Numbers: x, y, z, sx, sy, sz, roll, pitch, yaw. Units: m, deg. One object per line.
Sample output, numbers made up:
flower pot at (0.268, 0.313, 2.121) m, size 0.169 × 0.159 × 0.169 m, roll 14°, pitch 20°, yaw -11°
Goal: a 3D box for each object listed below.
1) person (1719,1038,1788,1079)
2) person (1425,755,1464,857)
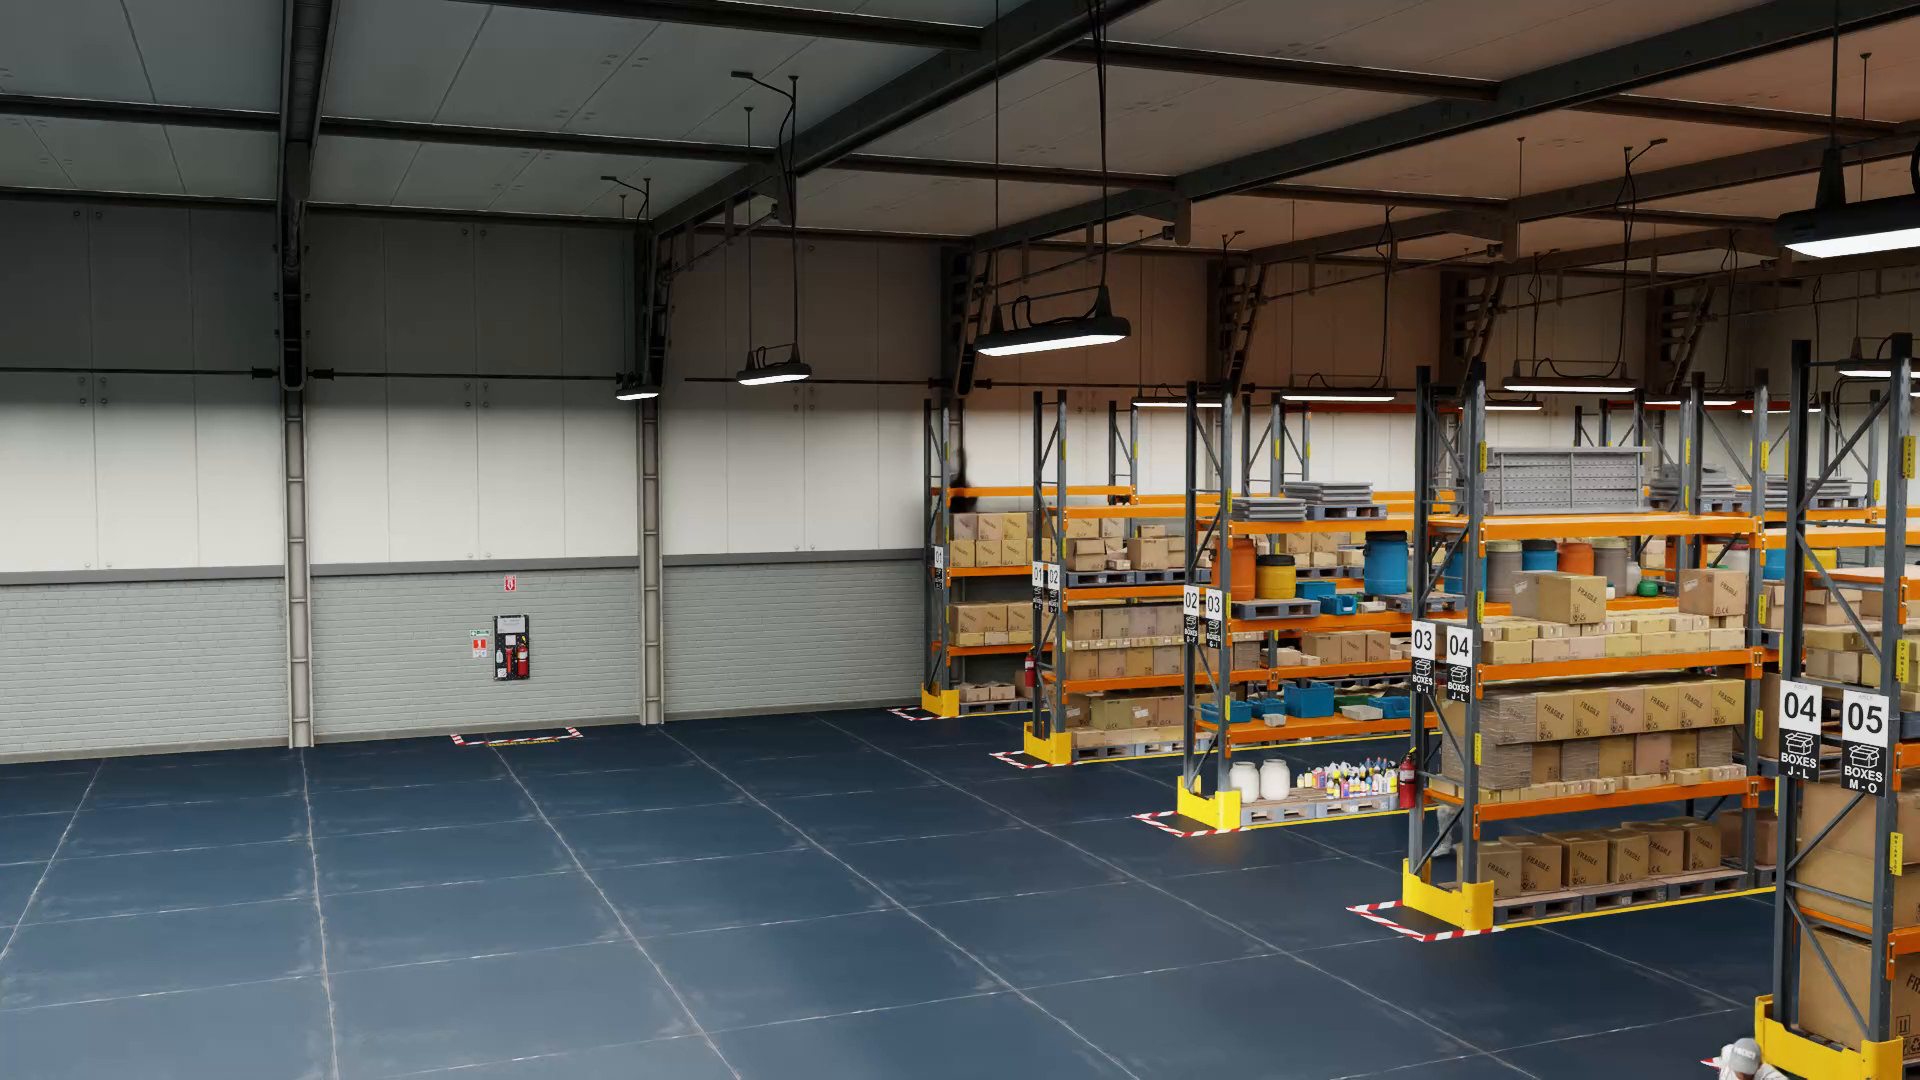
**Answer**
person at (5.080, 3.815, 10.654) m, size 0.953 × 1.427 × 0.594 m, roll -3°, pitch 5°, yaw -42°
person at (6.130, 3.047, 20.566) m, size 0.727 × 1.746 × 0.617 m, roll 0°, pitch 3°, yaw -6°
